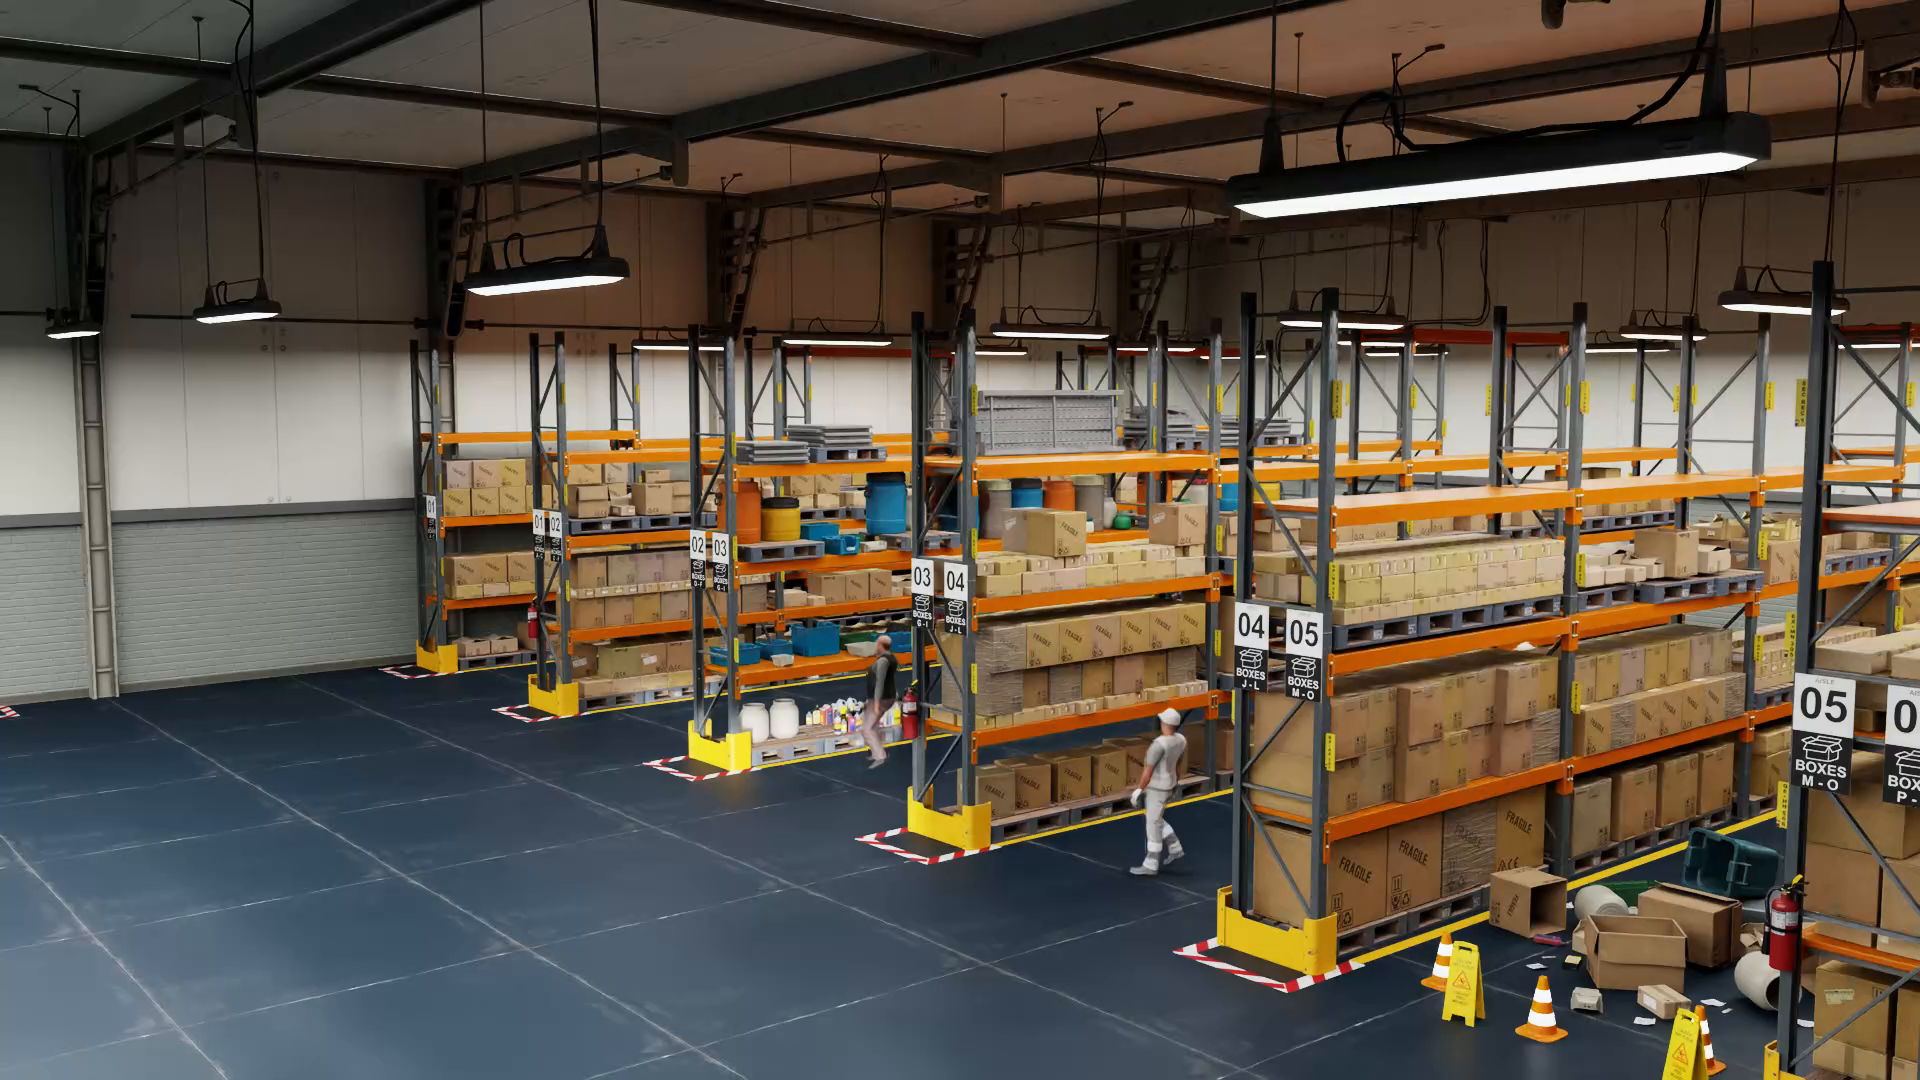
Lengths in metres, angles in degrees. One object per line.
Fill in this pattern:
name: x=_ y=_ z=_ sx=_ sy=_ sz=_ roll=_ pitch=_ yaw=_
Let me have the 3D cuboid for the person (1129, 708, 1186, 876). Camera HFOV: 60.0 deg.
person: x=2.109 y=2.642 z=17.625 sx=0.540 sy=1.780 sz=0.621 roll=2 pitch=6 yaw=22

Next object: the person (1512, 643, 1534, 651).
person: x=7.571 y=2.243 z=22.323 sx=0.508 sy=1.732 sz=0.975 roll=4 pitch=7 yaw=39

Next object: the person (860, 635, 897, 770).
person: x=-1.064 y=2.093 z=21.603 sx=0.435 sy=1.717 sz=0.588 roll=1 pitch=5 yaw=16
